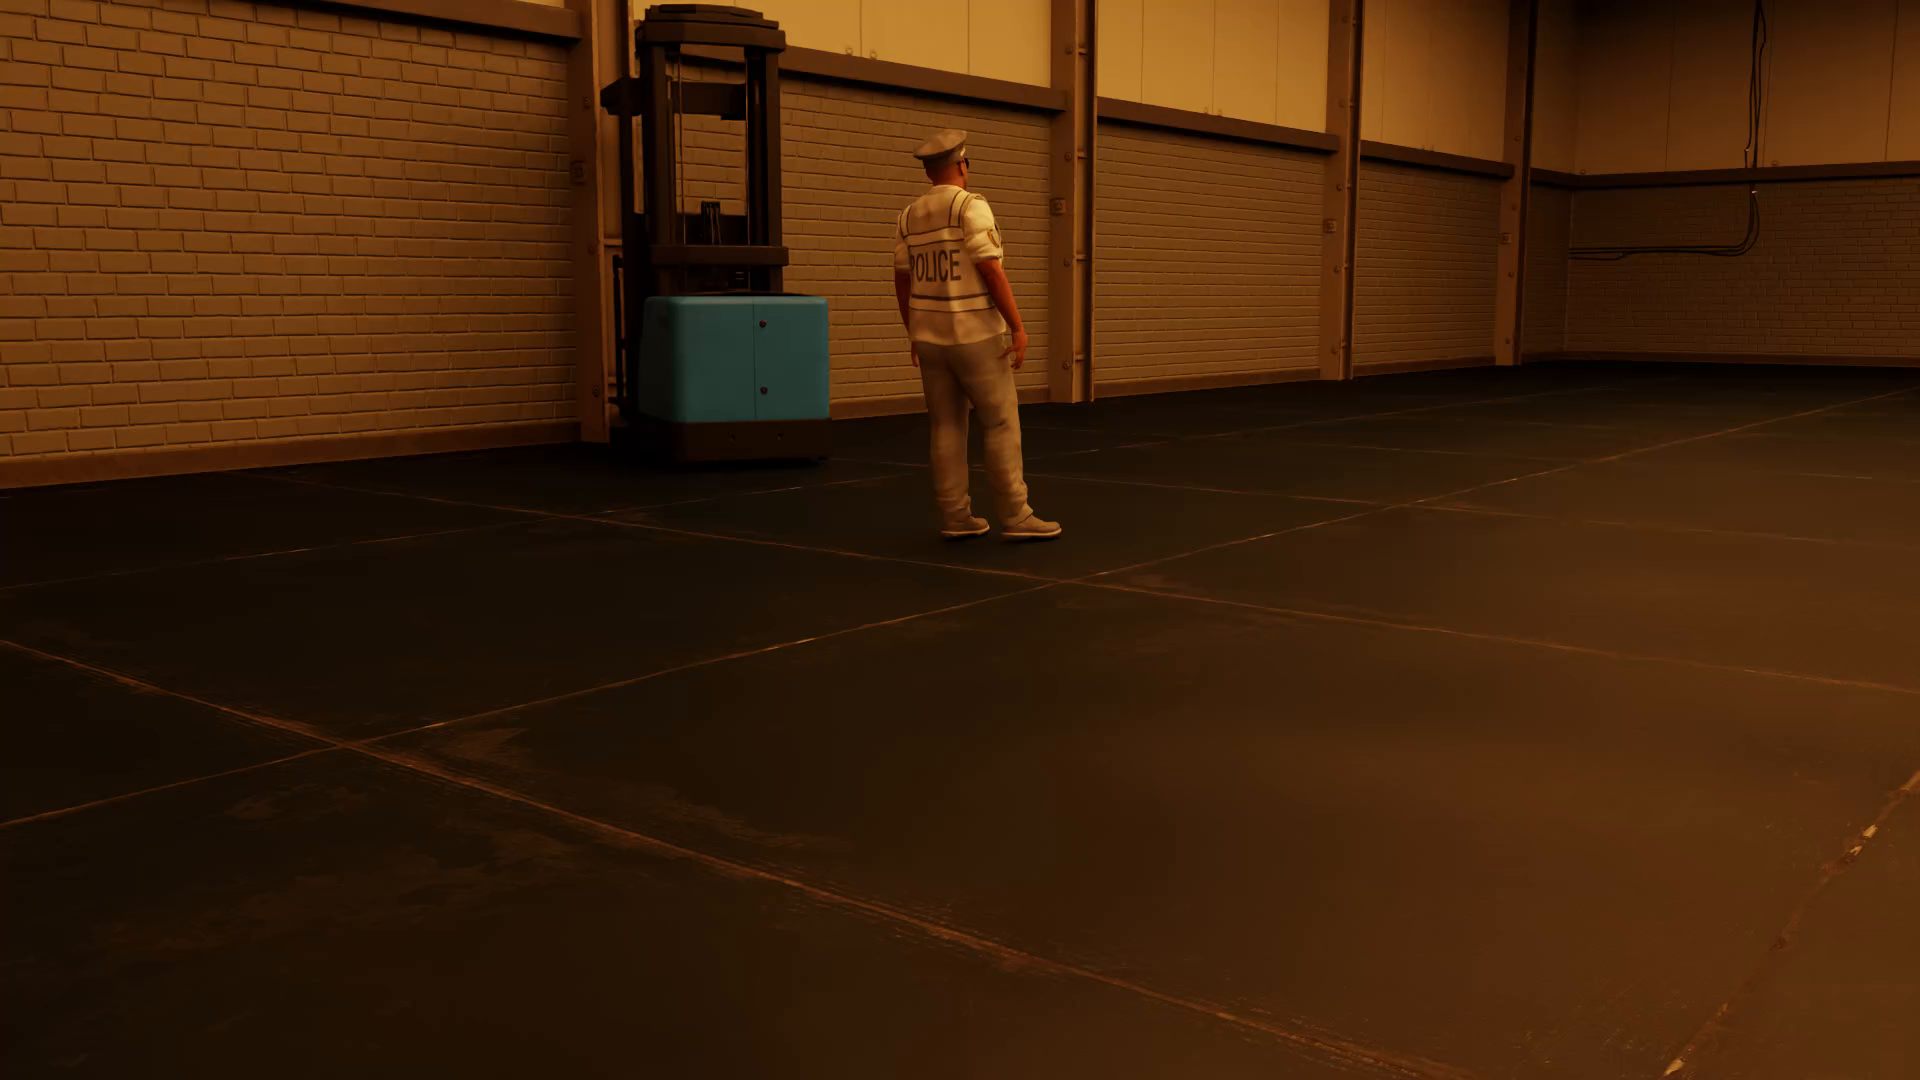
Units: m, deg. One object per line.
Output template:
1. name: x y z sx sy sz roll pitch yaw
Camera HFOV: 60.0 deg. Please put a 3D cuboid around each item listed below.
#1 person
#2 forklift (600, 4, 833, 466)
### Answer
1. person: 0.058 -0.898 7.328 0.641 1.781 0.574 7 11 38
2. forklift: -1.841 -2.085 11.530 1.130 2.935 3.031 -3 9 -22
